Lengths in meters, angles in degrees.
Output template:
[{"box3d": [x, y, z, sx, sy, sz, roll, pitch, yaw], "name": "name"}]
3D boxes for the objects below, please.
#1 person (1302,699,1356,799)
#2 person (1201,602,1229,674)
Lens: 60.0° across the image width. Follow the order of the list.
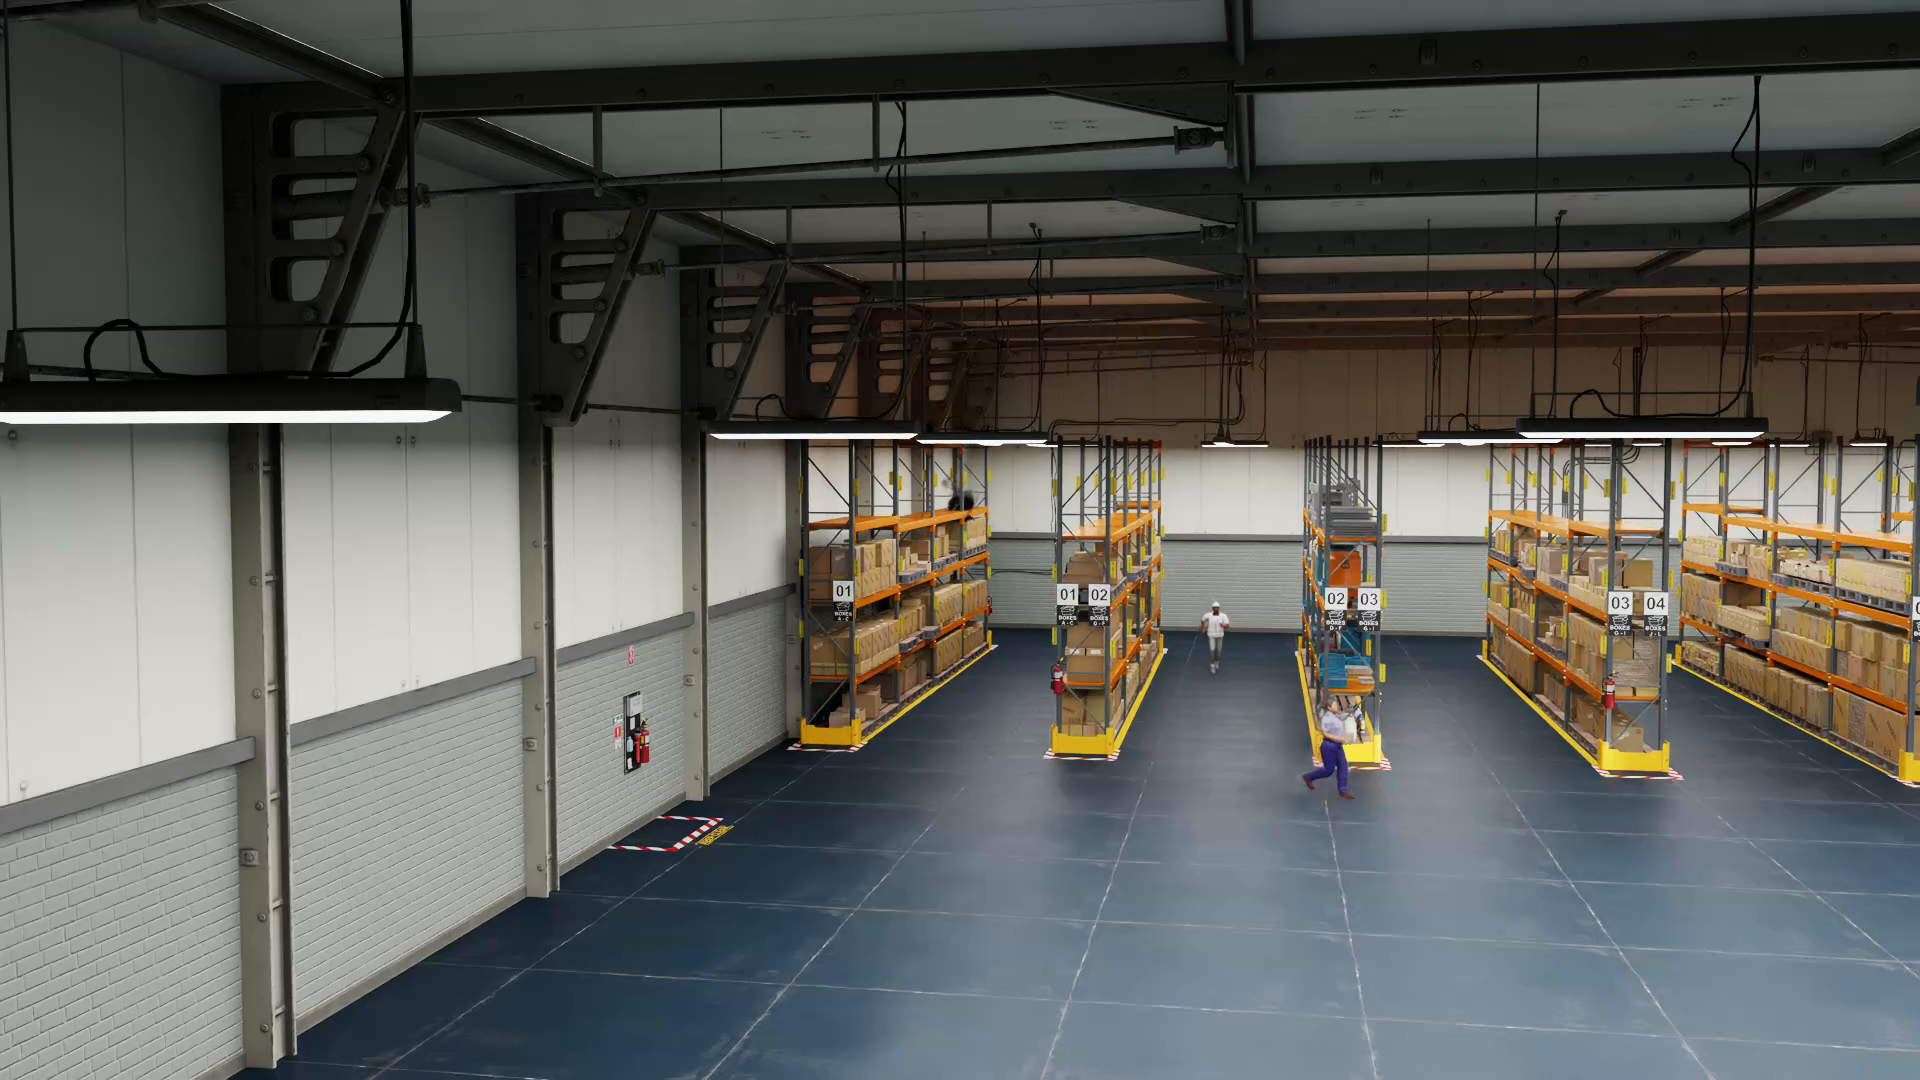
[{"box3d": [6.091, 3.435, 27.364, 0.880, 1.617, 0.613, 2, 4, 32], "name": "person"}, {"box3d": [6.602, 2.510, 42.952, 0.677, 1.823, 0.807, 0, 3, 1], "name": "person"}]
